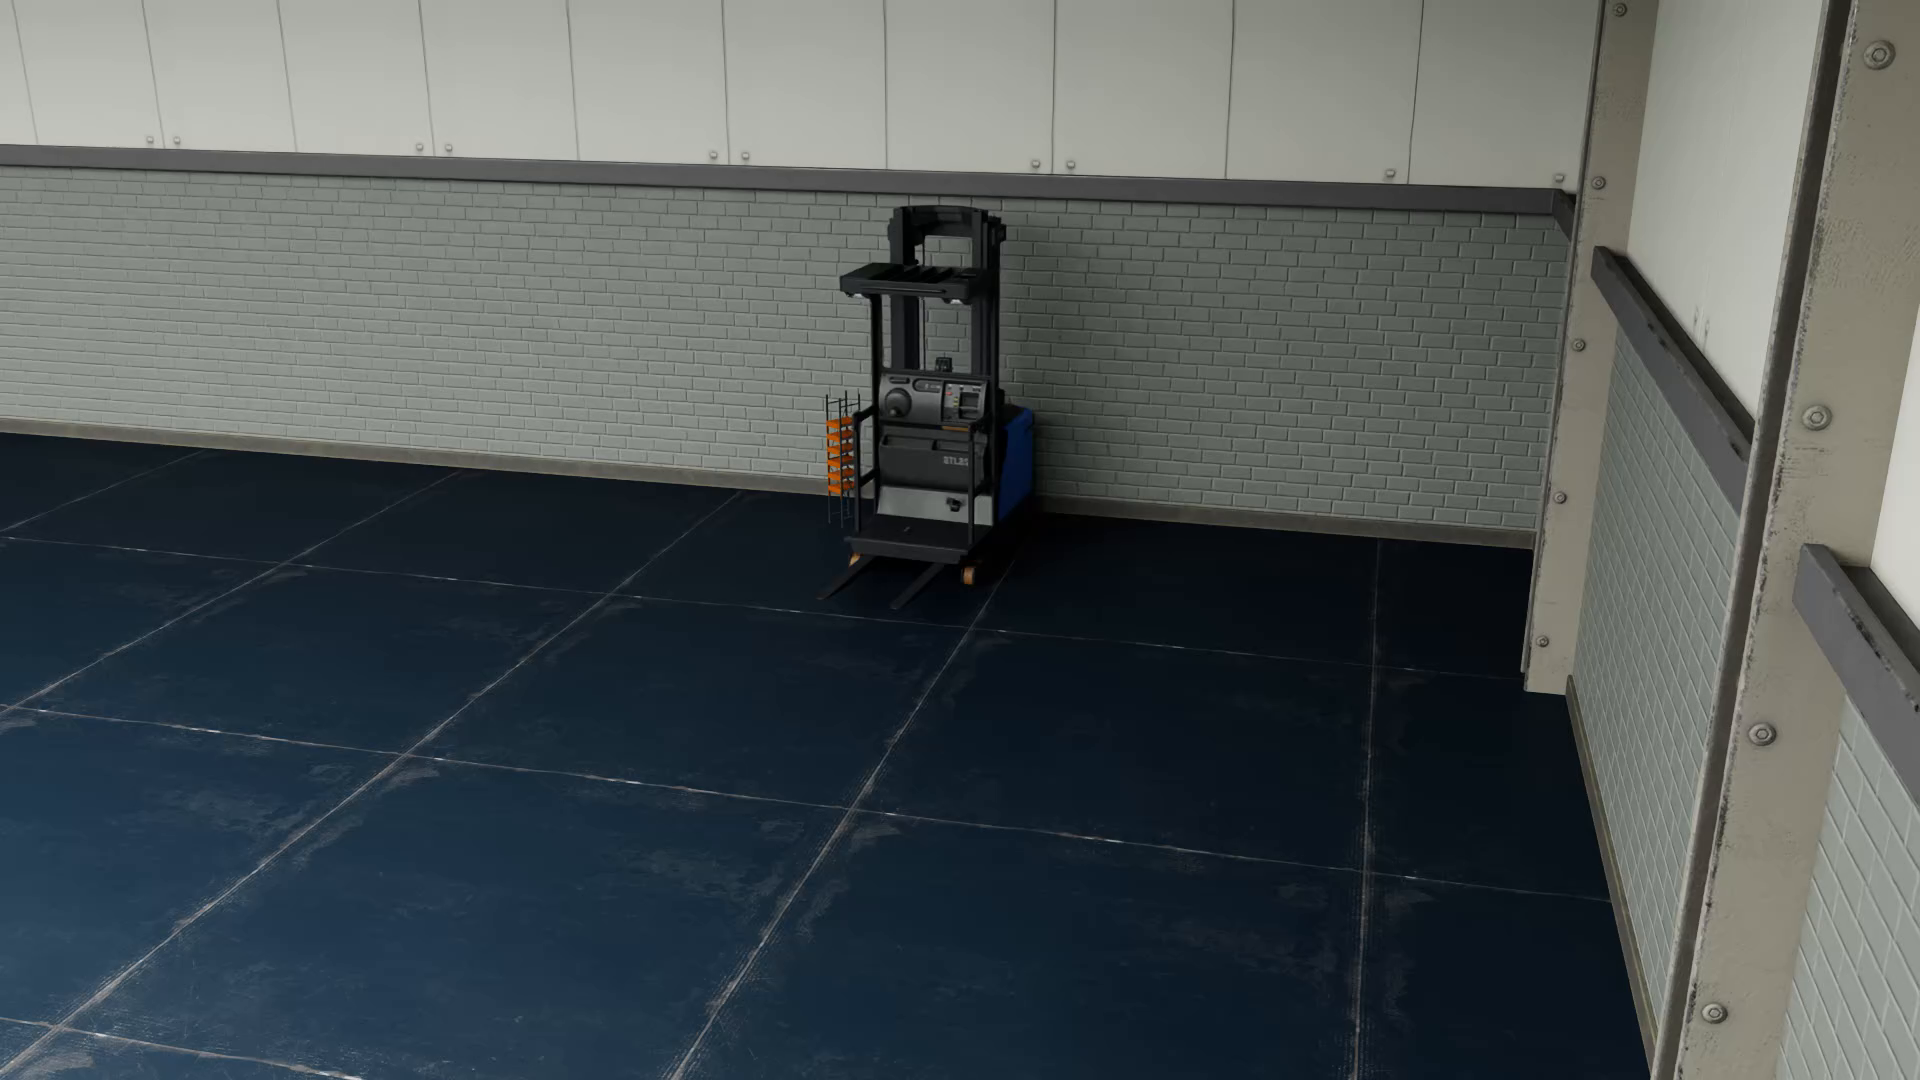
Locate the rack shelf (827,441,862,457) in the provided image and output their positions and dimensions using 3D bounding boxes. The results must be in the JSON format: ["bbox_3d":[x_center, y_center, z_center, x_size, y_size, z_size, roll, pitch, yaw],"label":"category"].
[{"bbox_3d":[-1.040,-0.797,14.931,0.258,0.103,0.180,-17,25,-40],"label":"rack shelf"}]

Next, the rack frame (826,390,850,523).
[{"bbox_3d":[-1.102,-0.747,15.019,0.240,1.200,0.006,-17,25,-40],"label":"rack frame"}]

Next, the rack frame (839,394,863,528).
[{"bbox_3d":[-0.978,-0.704,14.892,0.240,1.200,0.006,-17,25,-40],"label":"rack frame"}]

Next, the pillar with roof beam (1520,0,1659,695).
[{"bbox_3d":[-0.039,-3.595,11.291,9.100,9.000,0.400,5,19,13],"label":"pillar with roof beam"}]

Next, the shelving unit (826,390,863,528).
[{"bbox_3d":[-1.040,-0.725,14.955,0.258,1.200,0.189,-17,25,-40],"label":"shelving unit"}]

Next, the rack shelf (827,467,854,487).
[{"bbox_3d":[-1.040,-0.570,15.008,0.258,0.103,0.180,-17,25,-40],"label":"rack shelf"}]

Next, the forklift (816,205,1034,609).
[{"bbox_3d":[-0.292,-1.159,13.546,1.130,2.935,3.031,6,20,18],"label":"forklift"}]

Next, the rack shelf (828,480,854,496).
[{"bbox_3d":[-1.040,-0.456,15.047,0.258,0.103,0.180,-17,25,-40],"label":"rack shelf"}]

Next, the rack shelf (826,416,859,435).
[{"bbox_3d":[-1.040,-1.024,14.853,0.258,0.103,0.180,-17,25,-40],"label":"rack shelf"}]

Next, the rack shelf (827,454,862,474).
[{"bbox_3d":[-1.040,-0.683,14.970,0.258,0.103,0.180,-17,25,-40],"label":"rack shelf"}]

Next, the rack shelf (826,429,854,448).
[{"bbox_3d":[-1.040,-0.911,14.892,0.258,0.103,0.180,-17,25,-40],"label":"rack shelf"}]
